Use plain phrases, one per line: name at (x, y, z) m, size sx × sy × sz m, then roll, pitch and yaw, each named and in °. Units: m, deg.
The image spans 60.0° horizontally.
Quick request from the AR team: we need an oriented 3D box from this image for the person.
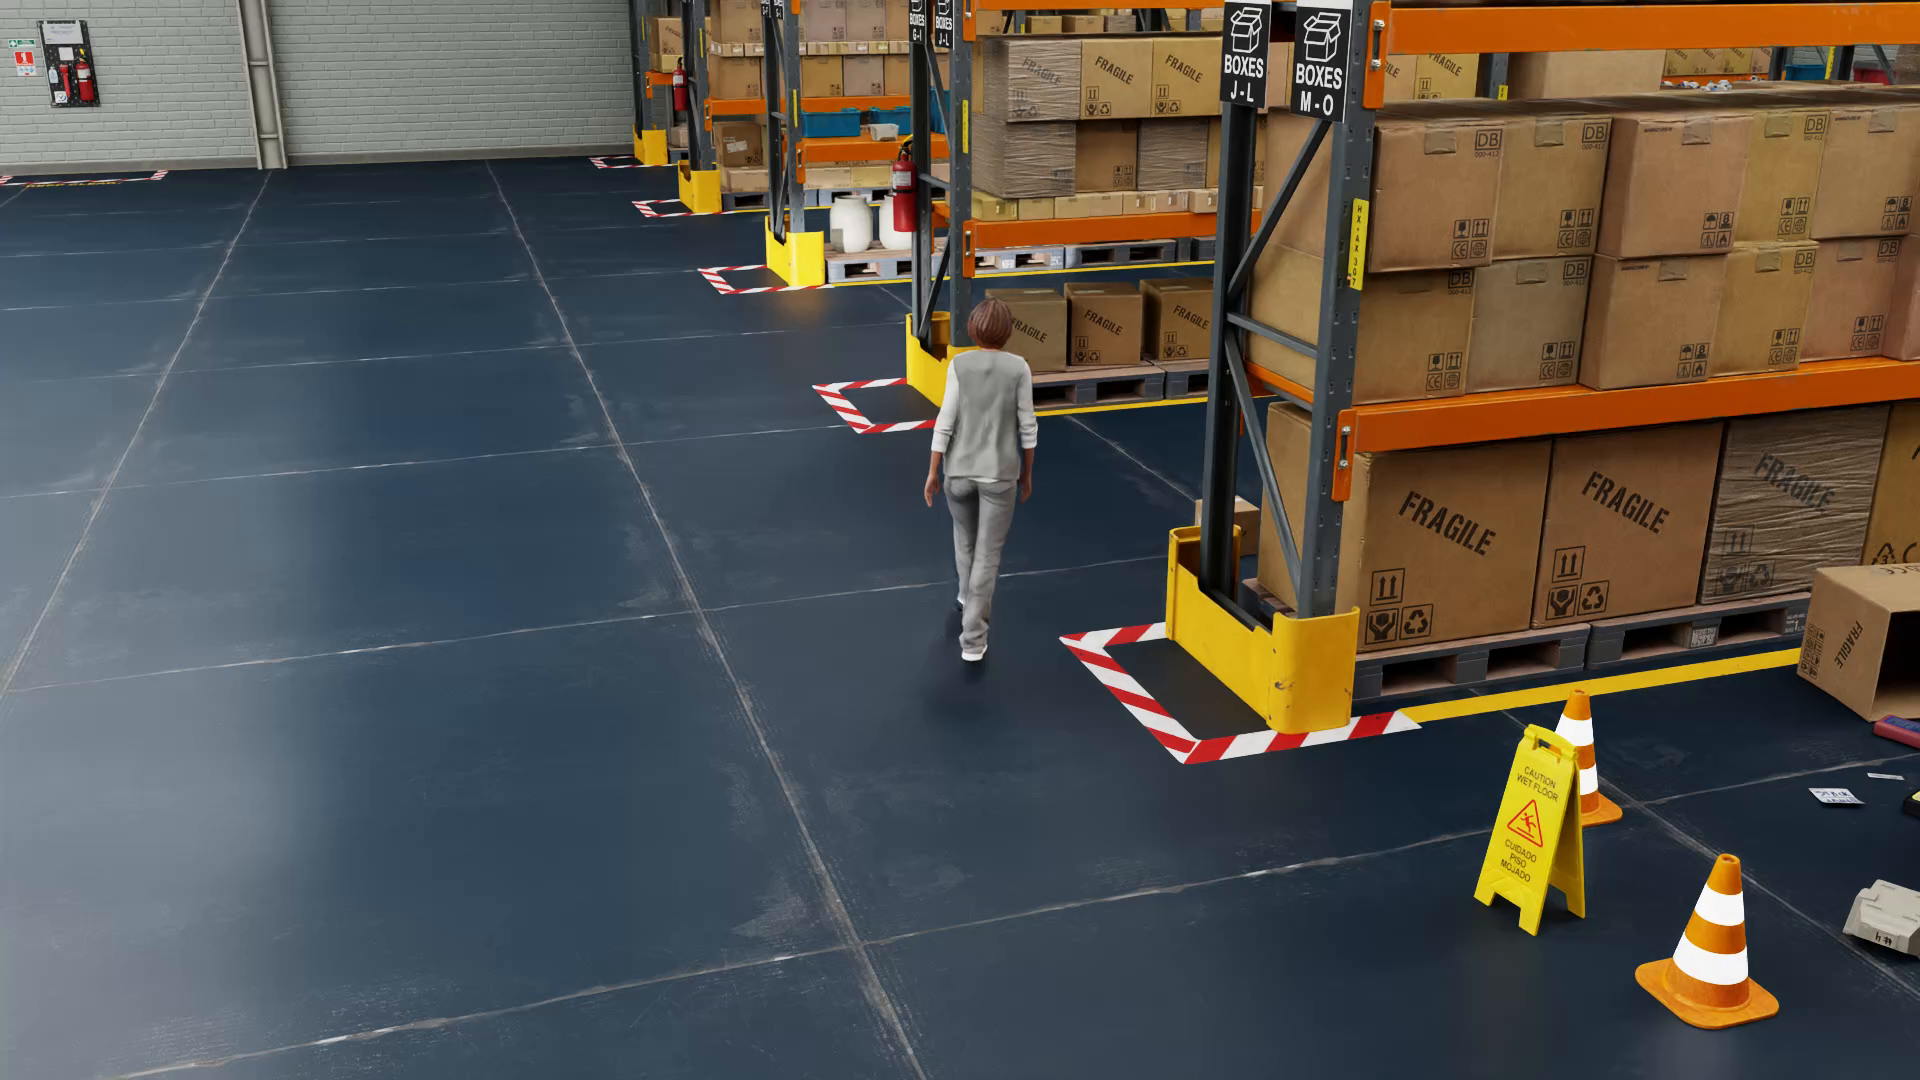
person at (0.113, -0.307, 7.428) m, size 0.469 × 1.545 × 0.870 m, roll 4°, pitch 20°, yaw 11°
